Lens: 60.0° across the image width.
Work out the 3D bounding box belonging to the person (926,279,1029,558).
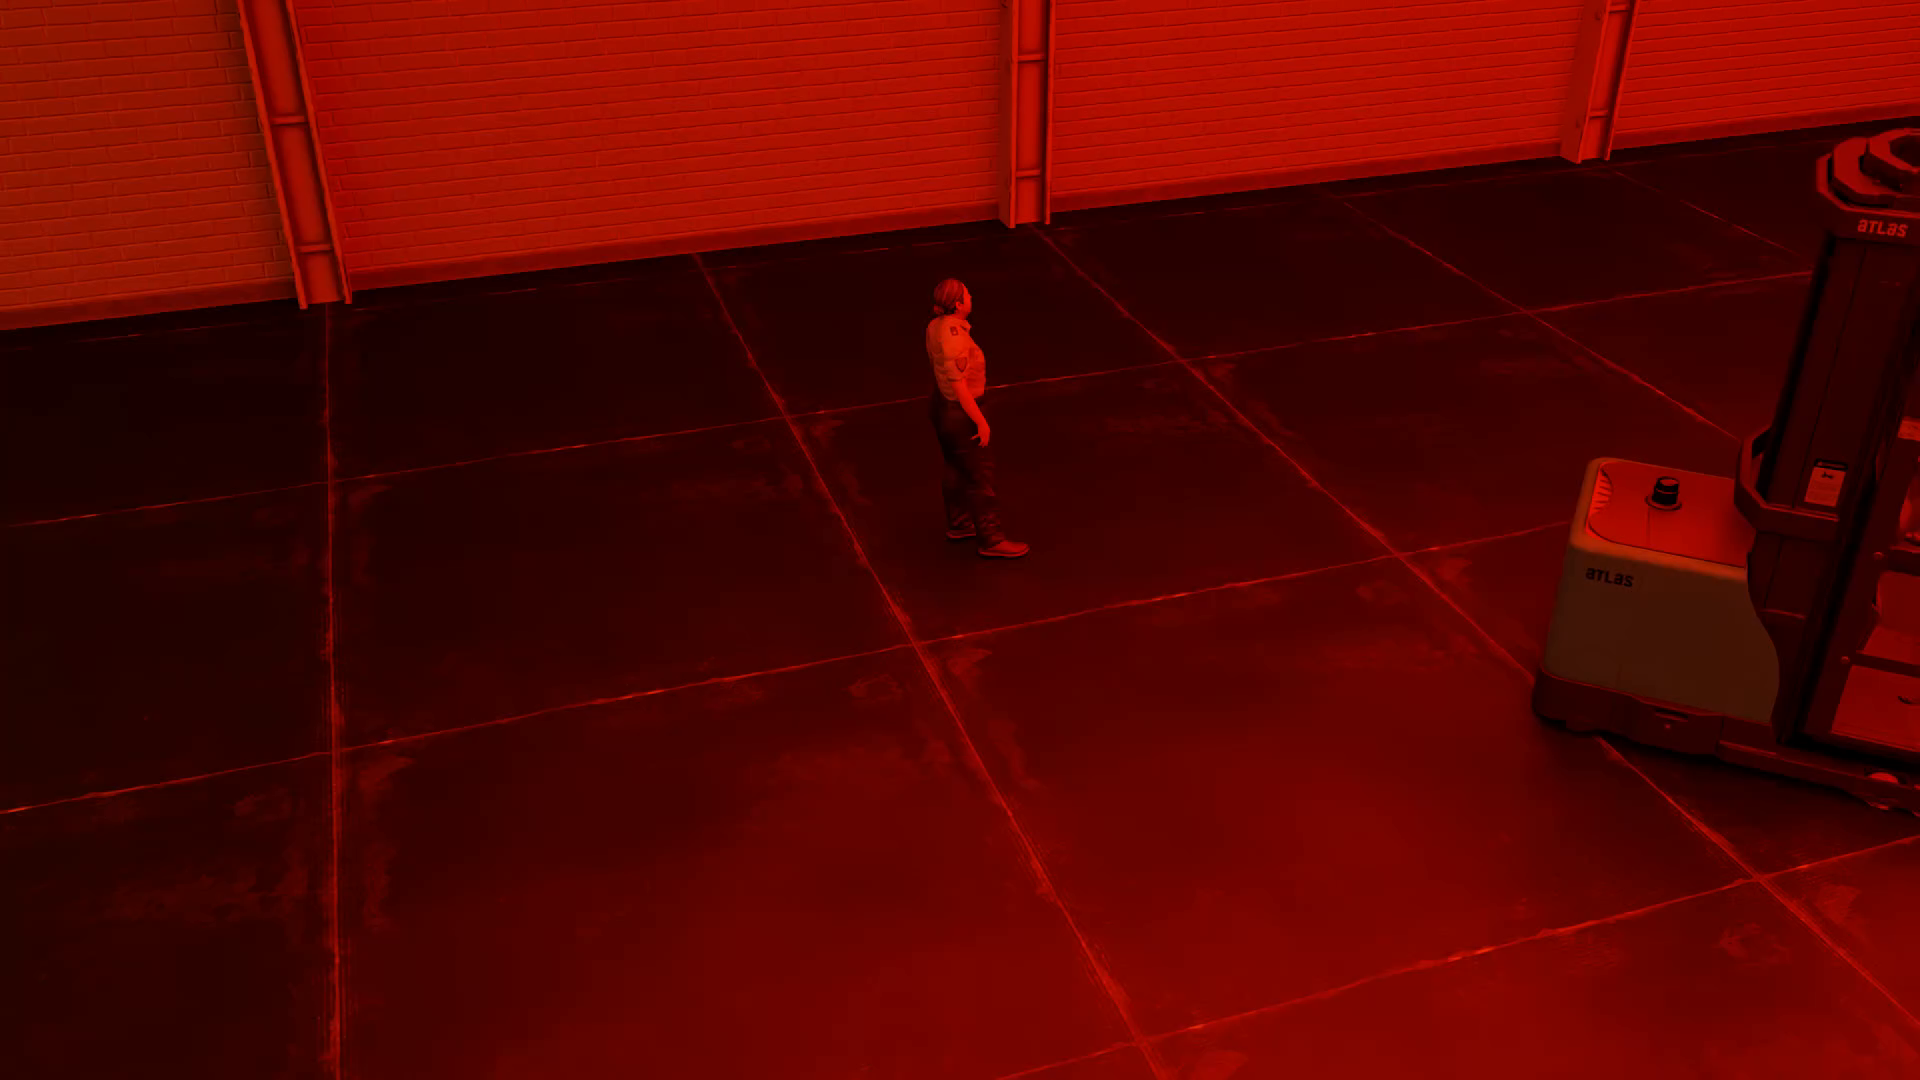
[{"bbox_3d":[0.093,-0.724,9.618,0.502,1.651,0.598,-10,31,-16],"label":"person"}]

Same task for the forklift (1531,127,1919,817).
[{"bbox_3d":[4.458,-0.270,7.557,3.031,2.935,1.130,12,32,21],"label":"forklift"}]
